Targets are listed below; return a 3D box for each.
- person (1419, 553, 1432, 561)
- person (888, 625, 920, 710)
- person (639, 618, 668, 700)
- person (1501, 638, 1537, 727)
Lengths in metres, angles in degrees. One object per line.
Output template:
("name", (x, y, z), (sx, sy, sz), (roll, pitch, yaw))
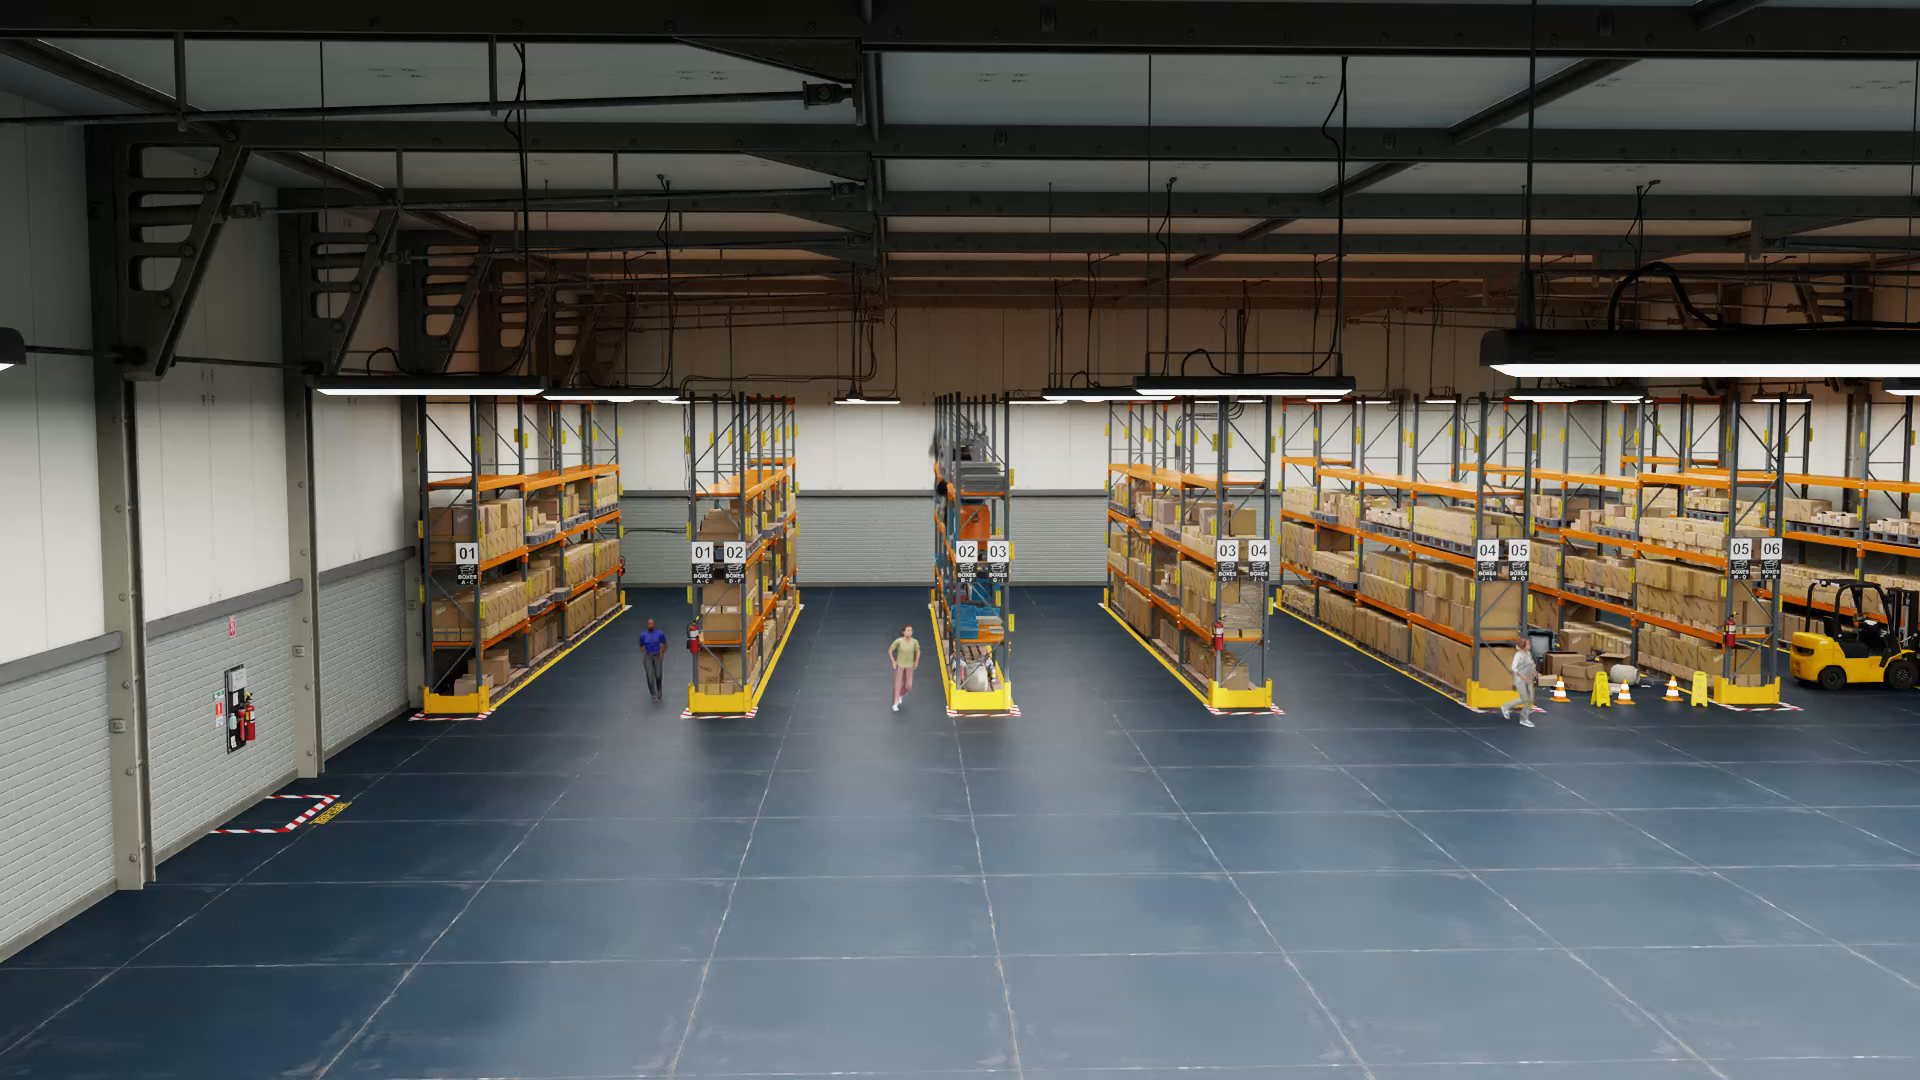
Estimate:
("person", (13.804, 0.900, 49.295), (0.747, 1.845, 0.721), (-1, 5, -9))
("person", (-1.039, 2.408, 31.484), (0.632, 1.625, 0.533), (-1, 5, -12))
("person", (-5.954, 2.372, 32.258), (0.548, 1.519, 0.563), (-1, 5, -8))
("person", (10.098, 2.550, 29.983), (0.564, 1.580, 0.610), (-4, 6, -42))
